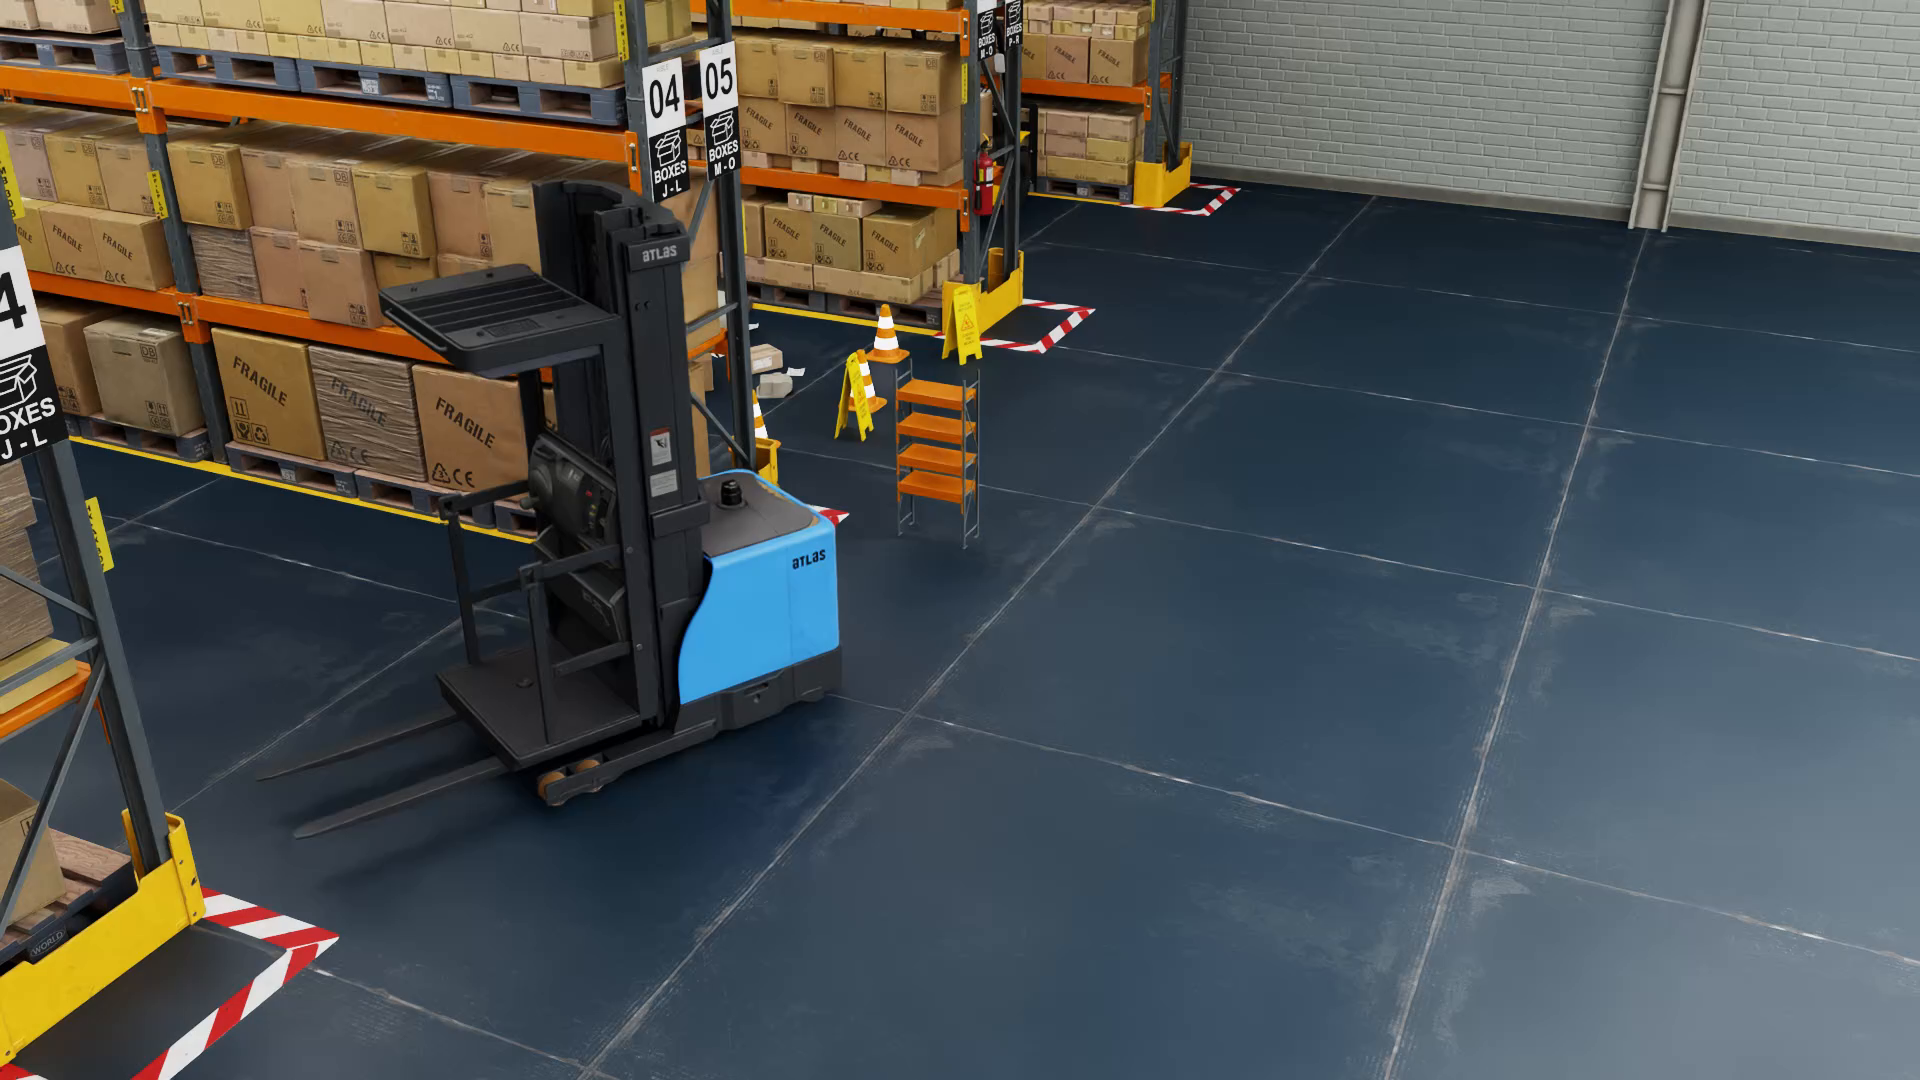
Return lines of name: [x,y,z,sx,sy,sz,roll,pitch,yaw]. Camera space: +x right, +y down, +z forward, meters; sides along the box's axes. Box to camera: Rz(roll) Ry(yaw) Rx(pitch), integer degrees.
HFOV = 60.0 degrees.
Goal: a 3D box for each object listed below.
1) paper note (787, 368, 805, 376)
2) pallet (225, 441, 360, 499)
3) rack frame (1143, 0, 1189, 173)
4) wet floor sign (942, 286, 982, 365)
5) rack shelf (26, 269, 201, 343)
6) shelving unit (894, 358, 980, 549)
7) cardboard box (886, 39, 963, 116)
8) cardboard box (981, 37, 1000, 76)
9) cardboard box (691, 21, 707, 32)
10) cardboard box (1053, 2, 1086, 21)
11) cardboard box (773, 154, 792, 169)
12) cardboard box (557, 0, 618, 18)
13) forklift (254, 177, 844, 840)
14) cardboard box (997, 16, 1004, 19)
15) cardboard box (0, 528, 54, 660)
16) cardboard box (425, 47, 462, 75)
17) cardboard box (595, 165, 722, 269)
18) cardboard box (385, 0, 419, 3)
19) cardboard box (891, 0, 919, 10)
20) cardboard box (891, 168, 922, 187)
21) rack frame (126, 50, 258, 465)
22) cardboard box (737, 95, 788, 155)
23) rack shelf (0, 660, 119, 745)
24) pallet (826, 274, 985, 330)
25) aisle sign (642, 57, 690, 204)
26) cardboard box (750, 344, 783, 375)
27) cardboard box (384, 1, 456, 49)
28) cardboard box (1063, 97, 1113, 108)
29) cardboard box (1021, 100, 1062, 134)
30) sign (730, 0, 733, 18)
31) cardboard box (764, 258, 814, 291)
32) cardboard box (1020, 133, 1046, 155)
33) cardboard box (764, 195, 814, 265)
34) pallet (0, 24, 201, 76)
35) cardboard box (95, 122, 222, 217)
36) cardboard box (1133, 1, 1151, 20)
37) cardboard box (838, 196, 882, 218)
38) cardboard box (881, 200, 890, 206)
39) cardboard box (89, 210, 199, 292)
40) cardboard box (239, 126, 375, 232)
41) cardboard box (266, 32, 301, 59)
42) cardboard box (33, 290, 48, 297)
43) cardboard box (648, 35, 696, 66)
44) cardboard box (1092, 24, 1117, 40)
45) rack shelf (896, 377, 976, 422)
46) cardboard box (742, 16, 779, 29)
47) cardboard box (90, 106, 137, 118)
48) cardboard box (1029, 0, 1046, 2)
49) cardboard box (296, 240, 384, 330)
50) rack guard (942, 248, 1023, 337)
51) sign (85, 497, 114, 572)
paper note: [-1.397,-1.432,14.123,0.142,0.019,0.148,2,26,4]
pallet: [-4.651,-0.692,12.417,1.213,0.211,1.003,11,28,22]
rack frame: [2.339,-5.388,18.797,0.127,3.000,1.000,11,28,22]
wet floor sign: [0.017,-1.870,14.318,0.232,0.644,0.267,23,35,39]
rack shelf: [-7.131,-2.157,13.049,4.000,0.370,1.077,11,28,22]
shelving unit: [-0.151,-0.569,11.046,0.503,1.200,0.258,11,28,22]
cardboard box: [-0.268,-4.024,14.445,0.500,0.500,0.700,11,28,21]
cardboard box: [0.385,-5.697,19.312,0.500,0.500,0.500,12,28,22]
cardboard box: [-2.587,-4.480,15.371,0.500,0.500,0.700,12,28,22]
cardboard box: [1.243,-5.983,18.822,0.250,0.149,0.380,12,28,22]
cardboard box: [-1.525,-3.548,15.345,0.250,0.149,0.380,11,28,22]
cardboard box: [-2.117,-3.132,9.612,0.250,0.149,0.380,12,29,22]
forklift: [-2.143,-0.223,8.384,3.031,2.935,1.130,-19,32,-33]
cardboard box: [0.539,-5.981,19.155,0.250,0.149,0.380,11,28,21]
cardboard box: [-4.304,0.303,6.788,0.500,0.500,0.875,11,28,22]
cardboard box: [-3.039,-2.959,10.165,0.250,0.149,0.380,11,28,21]
cardboard box: [-1.991,-2.018,10.560,0.550,0.550,0.875,11,28,22]
cardboard box: [-3.274,-3.364,10.084,0.250,0.149,0.380,11,28,21]
cardboard box: [-0.393,-4.609,14.105,0.250,0.149,0.380,12,28,22]
cardboard box: [-0.418,-3.263,14.765,0.250,0.149,0.380,11,28,21]
rack frame: [-5.311,-2.114,12.148,0.127,3.000,1.000,11,28,22]
cardboard box: [-1.682,-3.845,15.213,0.500,0.500,0.500,12,29,22]
rack shelf: [-5.635,0.550,7.550,4.000,0.370,1.077,11,28,22]
pallet: [-0.507,-2.317,15.717,1.213,0.211,1.003,11,28,22]
aisle sign: [-1.729,-2.415,9.816,0.004,0.787,0.394,11,28,22]
cardboard box: [-1.741,-1.540,14.209,0.380,0.149,0.250,-18,31,-31]
cardboard box: [-3.142,-3.189,10.179,0.500,0.250,0.500,11,28,22]
cardboard box: [1.523,-5.045,19.607,0.500,0.250,0.500,11,28,22]
cardboard box: [0.860,-4.929,19.371,0.500,0.250,0.500,12,29,22]
sign: [-1.434,-3.378,10.240,0.005,0.325,0.100,11,28,22]
cardboard box: [-1.507,-2.577,15.726,0.500,0.250,0.500,10,28,20]
cardboard box: [0.835,-4.712,19.497,0.500,0.250,0.500,11,28,21]
cardboard box: [-1.483,-2.913,15.560,0.500,0.500,0.500,11,28,21]
pallet: [-6.166,-3.522,11.827,1.217,0.209,0.805,10,28,20]
cardboard box: [-5.765,-2.696,12.084,0.500,0.500,0.700,11,28,21]
cardboard box: [2.121,-6.004,18.865,0.250,0.149,0.380,11,28,21]
cardboard box: [-0.912,-3.055,15.114,0.250,0.149,0.380,12,29,23]
cardboard box: [-0.832,-3.039,15.816,0.500,0.500,0.500,10,28,20]
cardboard box: [-5.897,-2.147,12.101,0.500,0.500,0.500,11,28,21]
cardboard box: [-4.440,-2.530,11.601,0.550,0.550,0.875,11,28,22]
cardboard box: [-4.193,-3.192,10.636,0.250,0.149,0.380,11,28,21]
cardboard box: [-7.638,-1.718,13.416,0.750,0.750,1.050,12,29,23]
cardboard box: [-1.849,-3.040,10.329,0.250,0.149,0.380,12,28,22]
cardboard box: [1.662,-5.709,18.603,0.250,0.149,0.380,12,29,23]
rack shelf: [-0.151,-0.921,10.873,0.480,0.148,0.258,11,28,22]
cardboard box: [-2.327,-6.354,20.364,0.500,0.250,0.500,11,28,20]
cardboard box: [-9.213,-4.577,19.081,0.875,0.875,0.875,12,29,23]
cardboard box: [0.983,-6.285,19.436,0.250,0.149,0.380,11,28,21]
cardboard box: [-4.017,-1.881,11.505,0.550,0.550,0.875,11,28,22]
rack guard: [0.218,-2.284,15.323,0.348,0.500,1.175,11,28,22]
sign: [-3.590,-0.013,6.901,0.005,0.325,0.100,11,28,22]
